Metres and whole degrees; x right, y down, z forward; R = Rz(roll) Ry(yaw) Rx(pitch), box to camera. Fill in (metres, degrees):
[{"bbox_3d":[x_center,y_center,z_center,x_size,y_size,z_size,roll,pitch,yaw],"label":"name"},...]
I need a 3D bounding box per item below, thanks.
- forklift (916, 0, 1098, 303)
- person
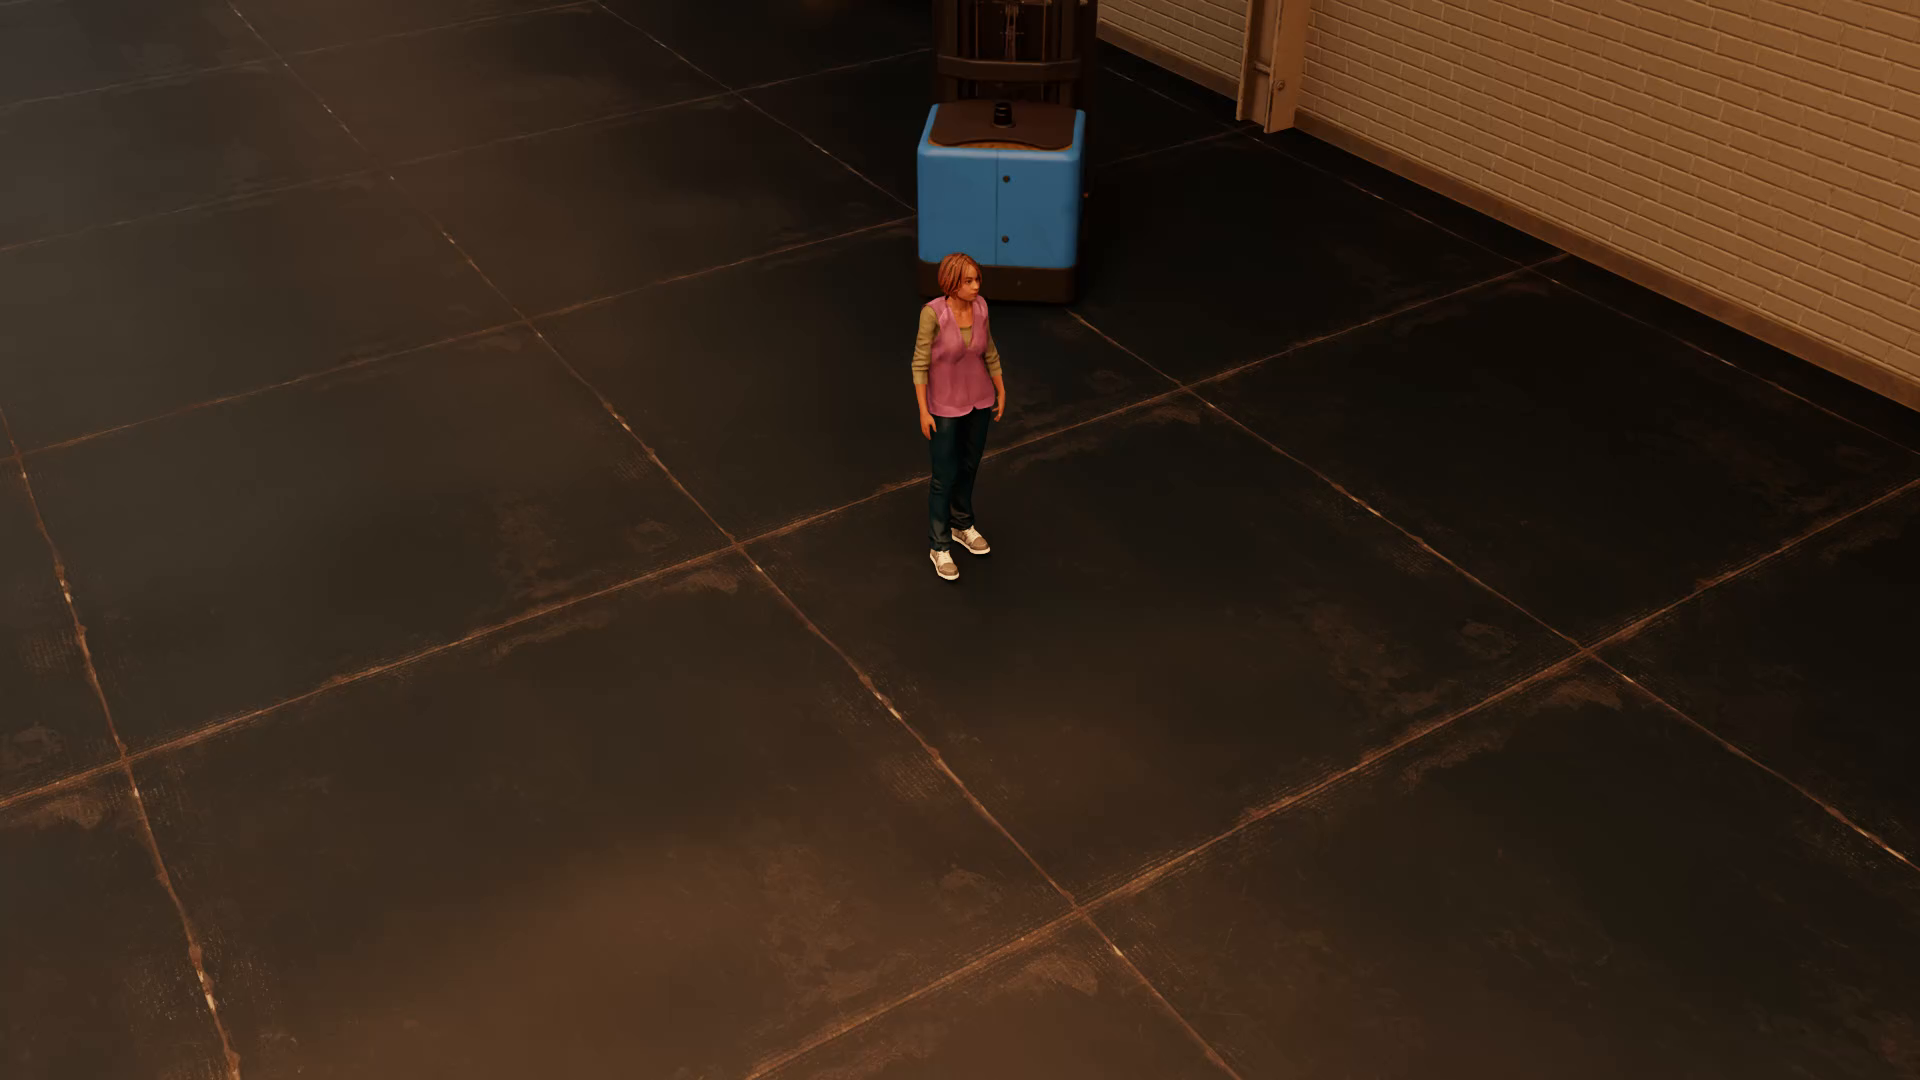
[{"bbox_3d":[0.388,-3.563,11.218,1.130,2.935,3.031,3,35,5],"label":"forklift"},{"bbox_3d":[0.029,-0.618,8.177,0.520,1.595,0.473,-21,40,-27],"label":"person"}]
